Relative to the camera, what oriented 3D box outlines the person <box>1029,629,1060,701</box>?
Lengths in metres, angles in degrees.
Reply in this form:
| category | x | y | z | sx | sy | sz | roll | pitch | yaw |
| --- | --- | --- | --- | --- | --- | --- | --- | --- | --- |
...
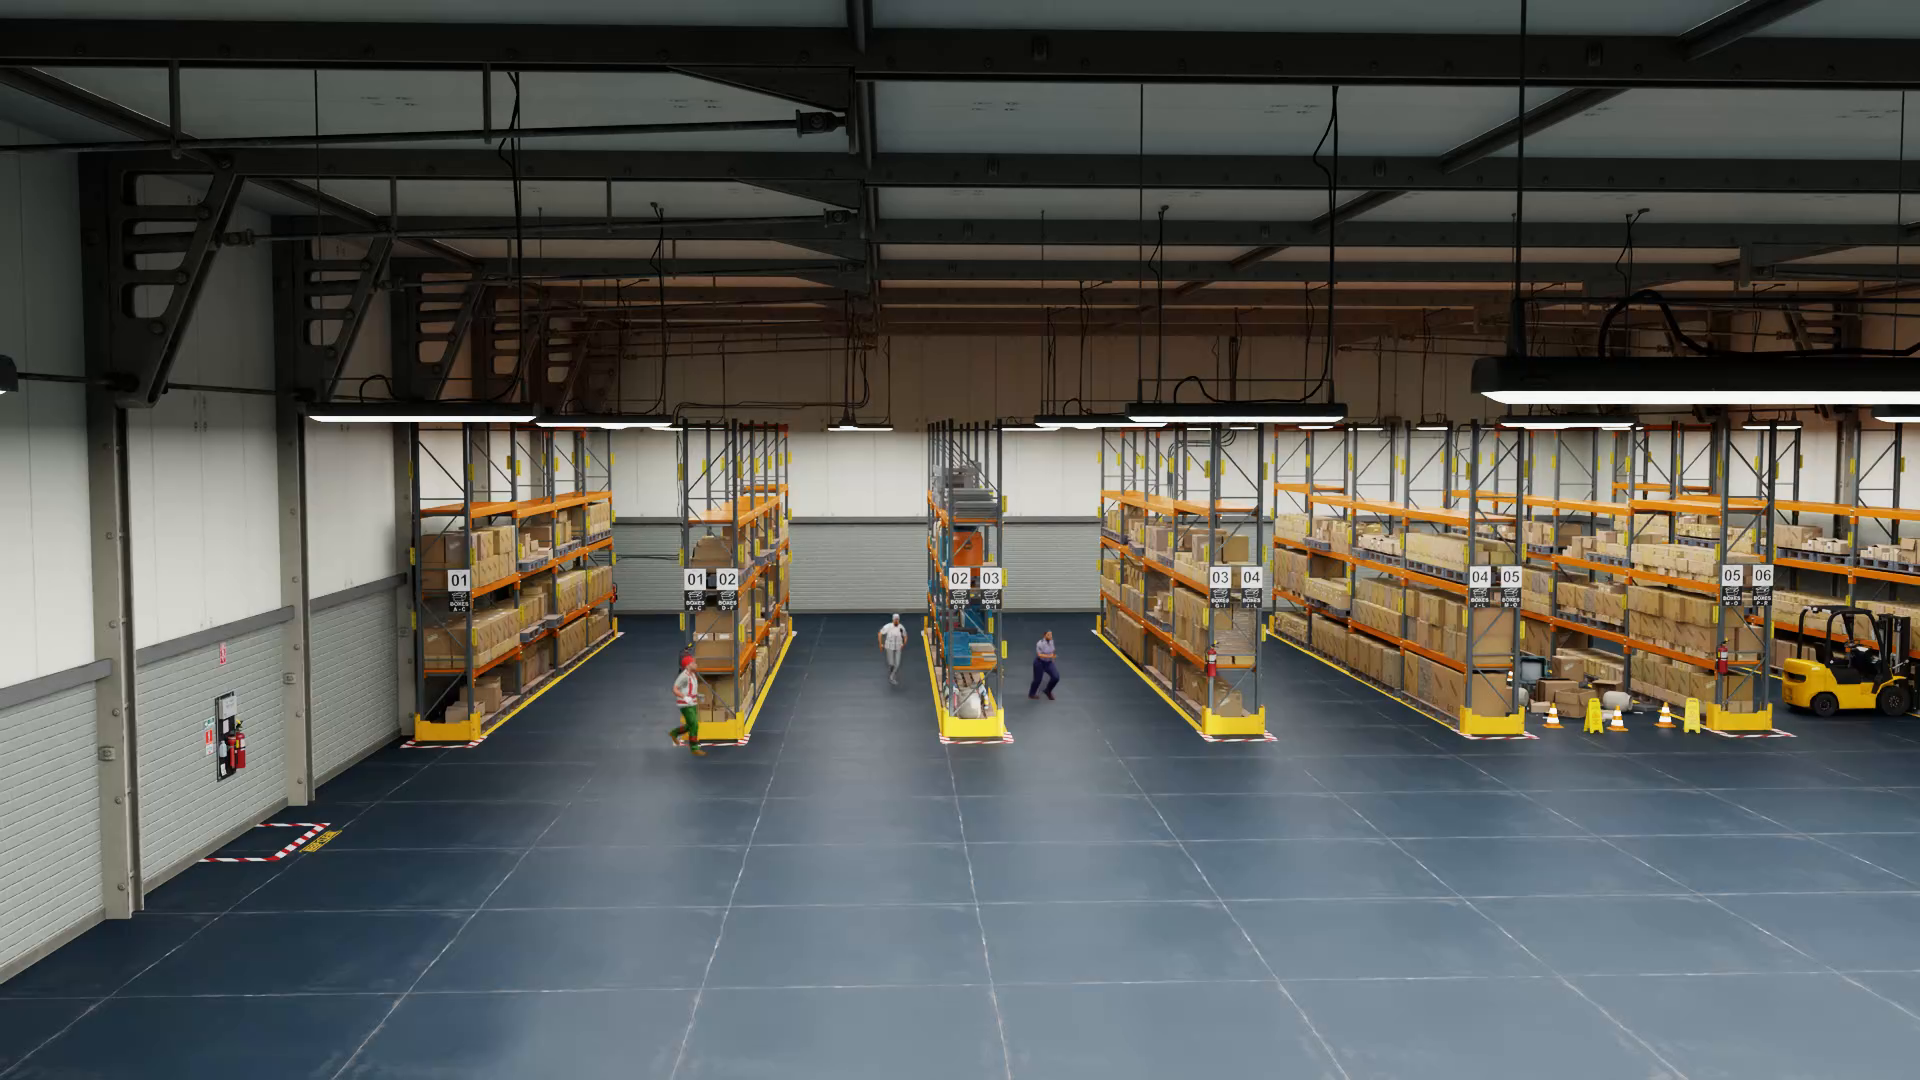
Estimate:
| category | x | y | z | sx | sy | sz | roll | pitch | yaw |
| --- | --- | --- | --- | --- | --- | --- | --- | --- | --- |
| person | 1.814 | 2.667 | 35.489 | 0.604 | 1.571 | 0.919 | -3 | 4 | -35 |

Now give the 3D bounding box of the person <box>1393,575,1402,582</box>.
| category | x | y | z | sx | sy | sz | roll | pitch | yaw |
| --- | --- | --- | --- | --- | --- | --- | --- | --- | --- |
| person | 12.983 | 1.763 | 49.235 | 0.748 | 1.655 | 0.660 | 0 | 4 | -7 |

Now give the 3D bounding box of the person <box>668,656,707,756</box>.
| category | x | y | z | sx | sy | sz | roll | pitch | yaw |
| --- | --- | --- | --- | --- | --- | --- | --- | --- | --- |
| person | -4.906 | 2.955 | 29.629 | 0.798 | 1.772 | 0.664 | 1 | 4 | 17 |

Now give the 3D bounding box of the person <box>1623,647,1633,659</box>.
| category | x | y | z | sx | sy | sz | roll | pitch | yaw |
| --- | --- | --- | --- | --- | --- | --- | --- | --- | --- |
| person | 16.938 | 2.152 | 41.560 | 0.691 | 1.752 | 1.063 | -1 | 4 | -10 |

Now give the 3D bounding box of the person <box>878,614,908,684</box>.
| category | x | y | z | sx | sy | sz | roll | pitch | yaw |
| --- | --- | --- | --- | --- | --- | --- | --- | --- | --- |
| person | -1.528 | 2.492 | 37.971 | 0.662 | 1.625 | 0.514 | -1 | 4 | -11 |
